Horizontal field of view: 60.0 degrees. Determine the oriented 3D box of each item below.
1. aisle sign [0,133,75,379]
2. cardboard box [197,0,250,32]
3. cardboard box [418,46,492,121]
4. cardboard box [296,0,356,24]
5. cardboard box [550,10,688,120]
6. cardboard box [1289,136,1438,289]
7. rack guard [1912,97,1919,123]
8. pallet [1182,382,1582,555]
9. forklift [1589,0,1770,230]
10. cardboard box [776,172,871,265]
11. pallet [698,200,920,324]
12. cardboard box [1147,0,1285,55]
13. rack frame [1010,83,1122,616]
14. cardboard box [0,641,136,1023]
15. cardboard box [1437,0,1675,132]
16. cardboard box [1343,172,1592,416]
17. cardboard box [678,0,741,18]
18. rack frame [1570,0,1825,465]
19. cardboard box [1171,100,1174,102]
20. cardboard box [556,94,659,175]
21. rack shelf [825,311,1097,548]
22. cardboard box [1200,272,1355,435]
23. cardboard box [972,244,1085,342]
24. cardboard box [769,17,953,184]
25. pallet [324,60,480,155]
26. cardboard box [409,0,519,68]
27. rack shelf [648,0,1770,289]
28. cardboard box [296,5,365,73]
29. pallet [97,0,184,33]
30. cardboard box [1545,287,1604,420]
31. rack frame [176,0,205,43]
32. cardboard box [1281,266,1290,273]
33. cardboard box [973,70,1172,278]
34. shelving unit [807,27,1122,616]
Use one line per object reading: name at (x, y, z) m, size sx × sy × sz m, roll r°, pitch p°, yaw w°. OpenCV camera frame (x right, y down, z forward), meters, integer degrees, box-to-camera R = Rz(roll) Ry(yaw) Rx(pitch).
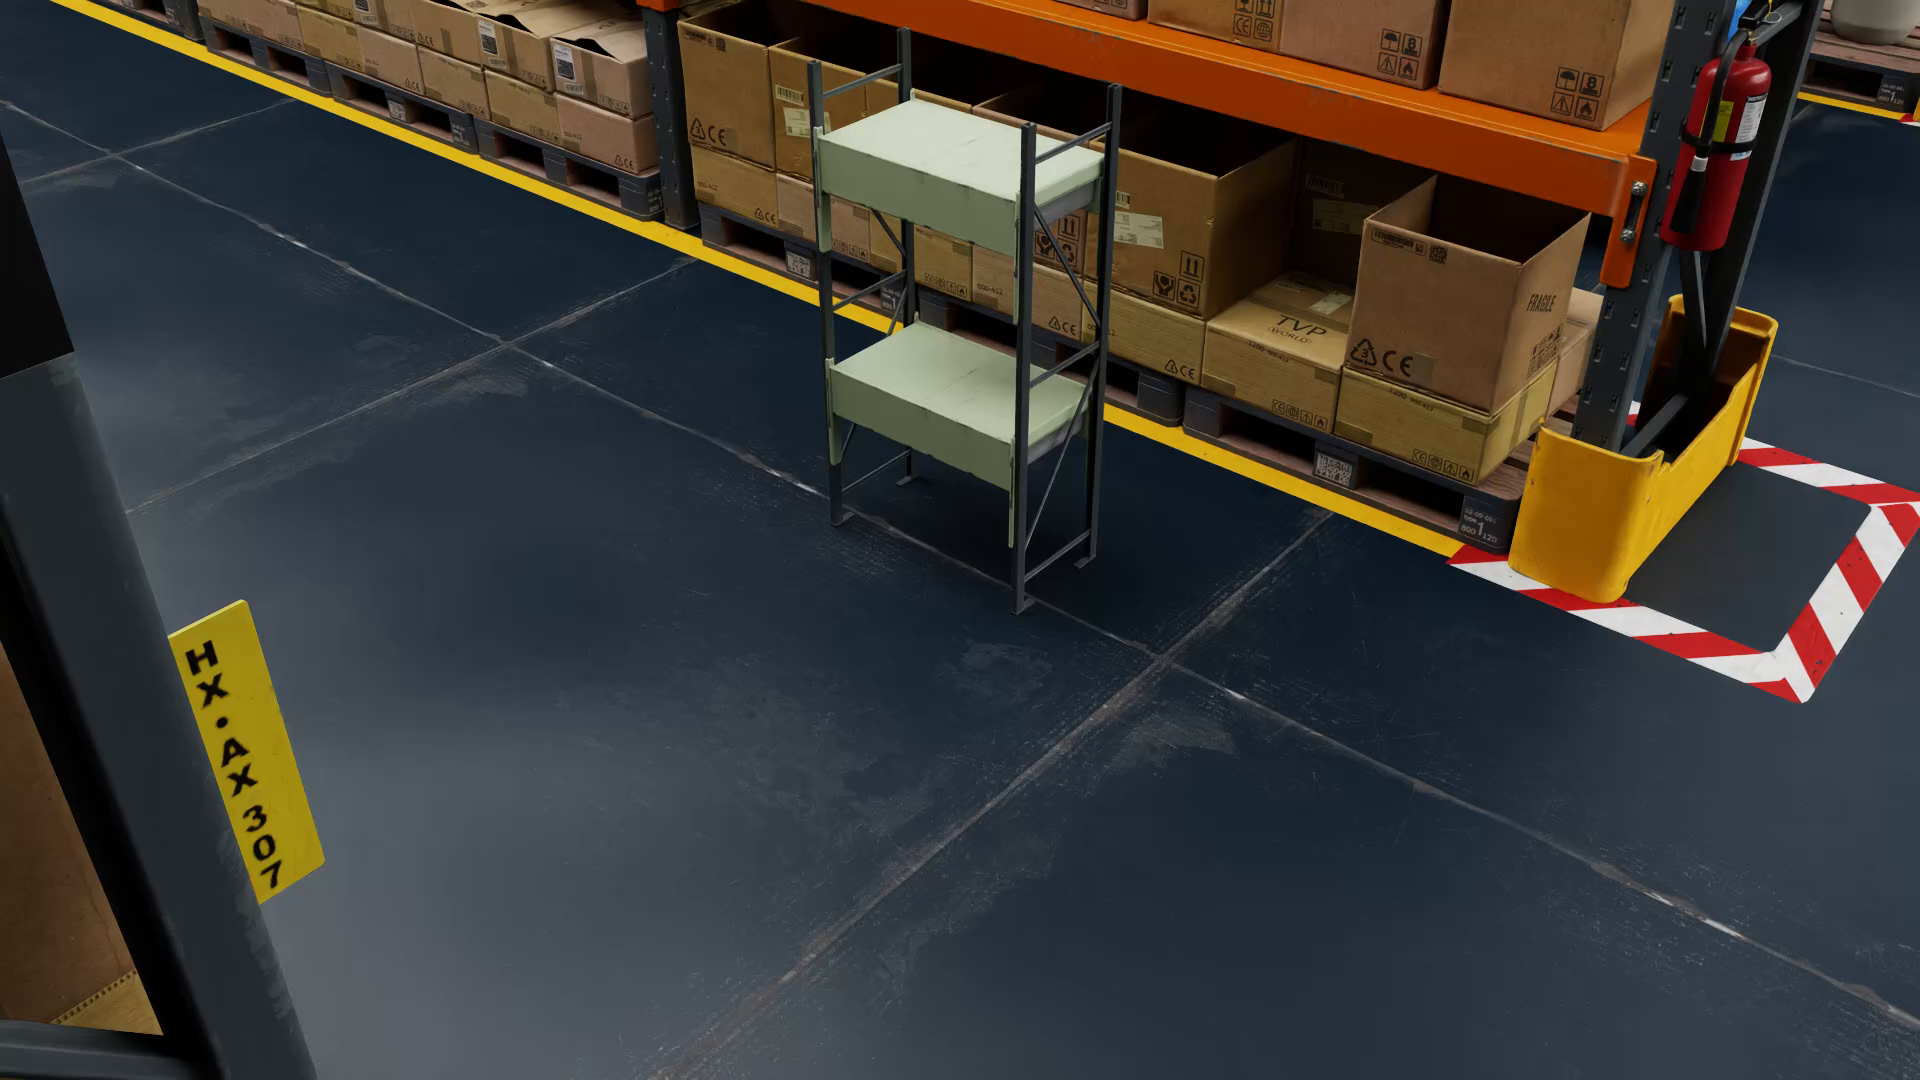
aisle sign at (-0.765, -0.375, 0.850) m, size 0.004 × 0.787 × 0.394 m, roll 25°, pitch 42°, yaw 32°
cardboard box at (-3.779, -2.976, 8.991) m, size 0.500 × 0.250 × 0.500 m, roll 25°, pitch 42°, yaw 32°
cardboard box at (-2.205, -2.237, 7.916) m, size 0.500 × 0.250 × 0.500 m, roll 26°, pitch 42°, yaw 33°
cardboard box at (-2.979, -2.834, 8.290) m, size 0.500 × 0.311 × 0.500 m, roll 24°, pitch 41°, yaw 31°
cardboard box at (-1.414, -2.097, 7.217) m, size 0.500 × 0.311 × 0.500 m, roll 25°, pitch 42°, yaw 32°
cardboard box at (1.499, -1.176, 5.708) m, size 0.500 × 0.500 × 0.500 m, roll 25°, pitch 42°, yaw 32°
rack guard at (5.238, -2.486, 8.428) m, size 0.348 × 0.500 × 1.175 m, roll 25°, pitch 42°, yaw 32°
pallet at (1.540, -0.465, 5.741) m, size 1.213 × 0.211 × 1.003 m, roll 25°, pitch 42°, yaw 32°
forklift at (3.308, -3.268, 7.420) m, size 1.130 × 2.935 × 3.031 m, roll 18°, pitch 38°, yaw 24°
cardboard box at (-0.376, -1.361, 6.640) m, size 0.500 × 0.250 × 0.500 m, roll 25°, pitch 42°, yaw 32°
pallet at (-0.335, -1.349, 7.027) m, size 1.213 × 0.211 × 1.003 m, roll 25°, pitch 42°, yaw 32°
cardboard box at (1.020, -1.942, 5.340) m, size 0.500 × 0.500 × 0.700 m, roll 26°, pitch 42°, yaw 32°
rack frame at (0.286, -0.483, 4.629) m, size 0.023 × 1.500 × 0.400 m, roll 25°, pitch 42°, yaw 32°
cardboard box at (-1.186, 0.242, 1.701) m, size 0.500 × 0.500 × 0.500 m, roll 25°, pitch 42°, yaw 32°
cardboard box at (1.804, -1.572, 4.800) m, size 0.500 × 0.500 × 0.700 m, roll 25°, pitch 42°, yaw 32°
cardboard box at (1.552, -0.769, 5.116) m, size 0.500 × 0.500 × 0.500 m, roll 25°, pitch 42°, yaw 32°
cardboard box at (-1.078, -2.333, 7.561) m, size 0.500 × 0.311 × 0.500 m, roll 25°, pitch 42°, yaw 32°
rack frame at (2.155, -1.356, 4.574) m, size 0.127 × 3.000 × 1.000 m, roll 25°, pitch 42°, yaw 32°
cardboard box at (0.734, -1.540, 6.238) m, size 0.500 × 0.500 × 0.500 m, roll 25°, pitch 42°, yaw 32°
cardboard box at (-1.423, -1.868, 7.379) m, size 0.500 × 0.250 × 0.500 m, roll 25°, pitch 42°, yaw 31°
rack shelf at (0.005, -0.347, 5.006) m, size 0.720 × 0.370 × 0.431 m, roll 25°, pitch 42°, yaw 32°
cardboard box at (1.162, -0.637, 5.586) m, size 0.500 × 0.250 × 0.500 m, roll 25°, pitch 42°, yaw 32°
cardboard box at (0.393, -0.999, 6.113) m, size 0.500 × 0.250 × 0.500 m, roll 25°, pitch 42°, yaw 32°
cardboard box at (-0.374, -1.671, 6.430) m, size 0.500 × 0.500 × 0.500 m, roll 25°, pitch 42°, yaw 32°
pallet at (-2.452, -2.347, 8.481) m, size 1.213 × 0.211 × 1.003 m, roll 25°, pitch 42°, yaw 32°
cardboard box at (-2.200, -2.465, 7.752) m, size 0.500 × 0.311 × 0.500 m, roll 25°, pitch 42°, yaw 32°
rack shelf at (0.618, -1.784, 5.833) m, size 4.000 × 0.370 × 1.077 m, roll 25°, pitch 42°, yaw 32°
cardboard box at (-2.989, -2.608, 8.456) m, size 0.500 × 0.250 × 0.500 m, roll 24°, pitch 41°, yaw 31°
pallet at (-4.543, -3.391, 10.001) m, size 1.213 × 0.211 × 1.003 m, roll 25°, pitch 42°, yaw 32°
cardboard box at (1.885, -0.686, 5.658) m, size 0.500 × 0.250 × 0.500 m, roll 25°, pitch 42°, yaw 32°
rack frame at (-3.993, -4.253, 8.794) m, size 0.127 × 3.000 × 1.000 m, roll 25°, pitch 42°, yaw 32°
cardboard box at (1.114, -1.047, 6.183) m, size 0.500 × 0.250 × 0.500 m, roll 25°, pitch 42°, yaw 32°
cardboard box at (0.391, -1.307, 5.899) m, size 0.500 × 0.500 × 0.500 m, roll 25°, pitch 42°, yaw 32°
shelving unit at (0.005, -0.616, 4.822) m, size 0.755 × 1.500 × 0.431 m, roll 25°, pitch 42°, yaw 32°
